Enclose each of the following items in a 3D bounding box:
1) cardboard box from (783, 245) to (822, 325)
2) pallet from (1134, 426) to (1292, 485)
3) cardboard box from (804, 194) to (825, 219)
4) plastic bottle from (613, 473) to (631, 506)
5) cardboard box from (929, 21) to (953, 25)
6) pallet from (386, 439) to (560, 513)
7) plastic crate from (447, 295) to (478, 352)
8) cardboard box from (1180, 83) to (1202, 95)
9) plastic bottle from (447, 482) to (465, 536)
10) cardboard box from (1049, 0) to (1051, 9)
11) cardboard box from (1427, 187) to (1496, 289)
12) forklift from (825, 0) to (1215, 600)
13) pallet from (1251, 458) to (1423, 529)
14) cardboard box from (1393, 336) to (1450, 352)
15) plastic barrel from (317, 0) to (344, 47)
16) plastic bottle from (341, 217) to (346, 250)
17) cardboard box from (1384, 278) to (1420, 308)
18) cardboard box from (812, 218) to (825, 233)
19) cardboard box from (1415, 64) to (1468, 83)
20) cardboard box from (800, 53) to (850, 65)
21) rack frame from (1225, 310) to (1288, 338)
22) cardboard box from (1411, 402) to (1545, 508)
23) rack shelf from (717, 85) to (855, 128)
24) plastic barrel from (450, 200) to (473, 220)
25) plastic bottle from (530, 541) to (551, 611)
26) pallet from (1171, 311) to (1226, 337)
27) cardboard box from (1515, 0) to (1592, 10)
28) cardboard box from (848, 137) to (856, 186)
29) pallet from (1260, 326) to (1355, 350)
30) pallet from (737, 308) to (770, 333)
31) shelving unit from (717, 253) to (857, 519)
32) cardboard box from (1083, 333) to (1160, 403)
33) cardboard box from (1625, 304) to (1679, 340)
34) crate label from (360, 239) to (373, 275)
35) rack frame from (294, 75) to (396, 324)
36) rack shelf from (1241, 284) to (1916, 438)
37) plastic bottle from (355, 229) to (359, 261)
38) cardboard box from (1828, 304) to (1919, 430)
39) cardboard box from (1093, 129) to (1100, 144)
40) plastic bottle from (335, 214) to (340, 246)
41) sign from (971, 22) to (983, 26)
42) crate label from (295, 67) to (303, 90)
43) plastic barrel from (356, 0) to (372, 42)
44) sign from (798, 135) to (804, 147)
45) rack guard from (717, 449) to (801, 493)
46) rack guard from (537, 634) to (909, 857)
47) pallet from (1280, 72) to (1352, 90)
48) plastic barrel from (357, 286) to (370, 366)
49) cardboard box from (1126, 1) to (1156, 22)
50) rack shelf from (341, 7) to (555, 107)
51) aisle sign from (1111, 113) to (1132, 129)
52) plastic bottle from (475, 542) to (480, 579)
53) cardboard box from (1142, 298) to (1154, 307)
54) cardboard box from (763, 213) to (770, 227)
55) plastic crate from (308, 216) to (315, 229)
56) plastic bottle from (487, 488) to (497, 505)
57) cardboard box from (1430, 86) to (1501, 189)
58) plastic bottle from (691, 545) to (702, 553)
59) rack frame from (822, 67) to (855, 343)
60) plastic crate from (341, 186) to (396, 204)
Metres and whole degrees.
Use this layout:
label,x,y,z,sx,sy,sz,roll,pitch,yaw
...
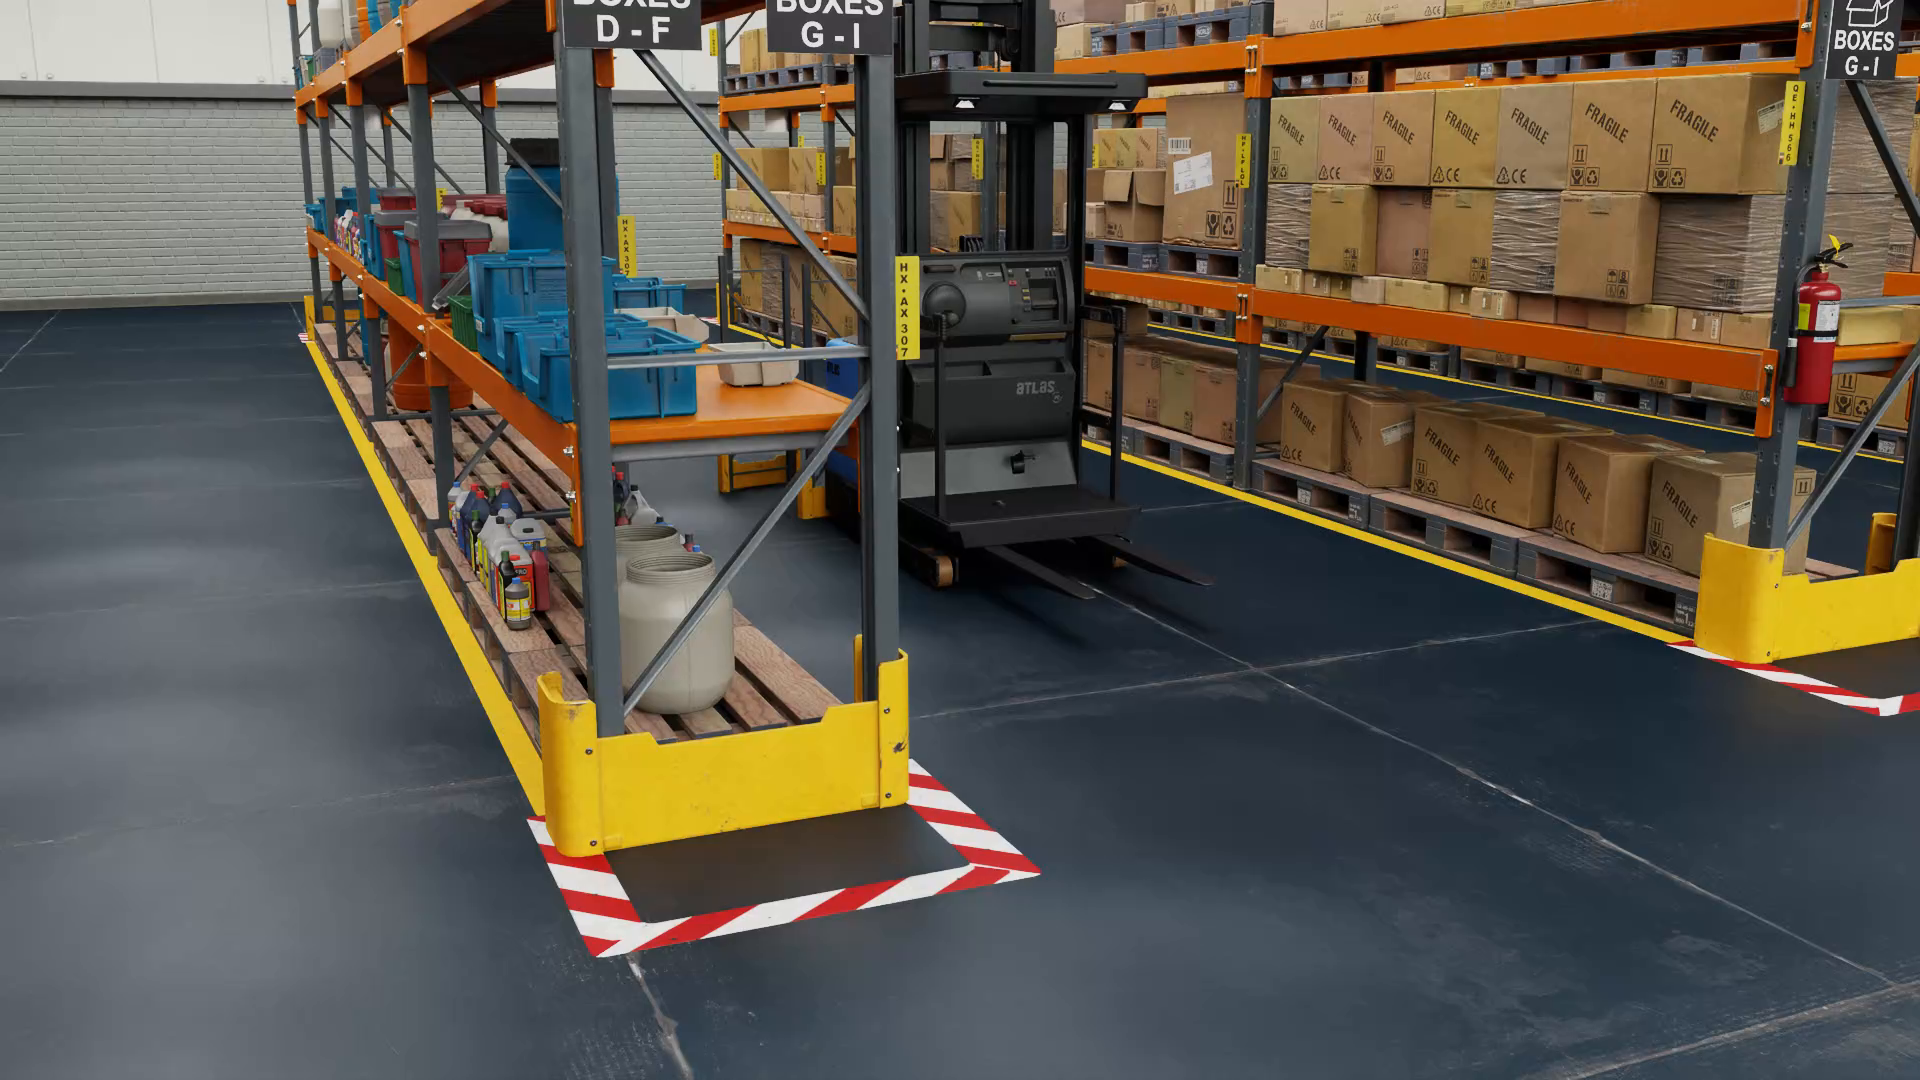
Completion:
label,x,y,z,sx,sy,sz,roll,pitch,yaw
cardboard box,-1.502,-2.979,19.370,0.875,0.875,0.875,-6,14,-23
pallet,1.941,-0.629,11.621,1.003,0.211,1.213,-6,14,-23
cardboard box,-1.368,-3.619,18.029,0.500,0.250,0.500,-6,14,-24
plastic bottle,-1.685,-0.157,8.295,0.144,0.351,0.185,-6,15,-26
cardboard box,-0.085,-4.658,15.039,0.500,0.500,0.500,-5,14,-20
pallet,-3.127,-0.432,10.770,1.003,0.211,1.213,-6,14,-23
plastic crate,-1.999,-0.971,7.381,0.450,0.188,0.662,-6,14,-23
cardboard box,3.001,-5.477,20.061,0.500,0.250,0.500,-6,14,-23
plastic bottle,-2.558,-0.160,8.482,0.097,0.271,0.097,0,13,0
cardboard box,0.804,-4.182,12.803,0.500,0.500,0.500,-6,14,-23
cardboard box,3.000,-1.615,8.812,0.875,0.500,0.500,-6,14,-23
forklift,0.249,-1.298,8.476,1.130,2.935,3.031,-6,14,-23
pallet,2.555,-0.333,10.341,1.003,0.211,1.213,-6,14,-23
cardboard box,4.733,-2.180,16.748,0.500,0.500,0.500,-6,14,-23
plastic barrel,-5.508,-4.633,14.852,0.433,0.535,0.433,0,13,0
plastic bottle,-5.377,-2.678,14.547,0.061,0.283,0.133,-6,14,-23
cardboard box,2.588,-1.377,9.225,0.380,0.149,0.250,-6,14,-23
cardboard box,-1.373,-3.391,17.926,0.380,0.149,0.250,-6,14,-23
cardboard box,4.775,-4.686,16.090,0.500,0.500,0.500,-6,14,-23
cardboard box,-1.319,-5.400,18.021,0.700,0.500,0.500,-7,15,-26
rack frame,3.634,-3.907,19.599,1.000,3.000,0.127,-6,14,-23
cardboard box,2.934,-0.489,9.442,0.500,0.500,0.500,-7,15,-28
rack shelf,-1.752,-5.004,19.282,1.077,0.370,4.000,-6,14,-23
plastic barrel,-3.279,-2.067,11.402,0.421,0.512,0.421,0,13,0
plastic bottle,-1.798,0.151,7.111,0.061,0.283,0.133,-6,14,-23
pallet,3.333,-2.684,20.499,1.003,0.211,1.213,-6,14,-23
cardboard box,3.030,-2.675,7.957,0.500,0.250,0.500,-5,14,-22
cardboard box,-0.687,-3.886,17.062,0.797,0.503,0.637,-6,14,-24
pallet,3.948,-2.388,19.219,1.003,0.211,1.213,-6,14,-23
pallet,-2.161,-2.790,20.955,1.003,0.211,1.213,-6,14,-23
shelving unit,-1.011,-0.990,10.319,0.587,1.500,1.083,-9,16,-35
cardboard box,1.172,-1.400,13.335,0.700,0.500,0.500,-7,15,-28
cardboard box,3.306,-1.017,7.670,0.380,0.149,0.250,-6,14,-23
crate label,-4.061,-2.004,11.747,0.303,0.233,0.416,-6,14,-23
rack frame,-7.091,-3.859,19.391,1.000,3.000,0.127,-6,14,-23
rack shelf,3.055,-1.064,8.908,1.077,0.370,4.000,-6,14,-23
plastic bottle,-4.718,-2.342,13.123,0.097,0.271,0.097,0,13,0
cardboard box,7.027,-1.288,12.061,0.875,0.875,0.875,-5,14,-22
cardboard box,1.969,-5.298,22.508,0.500,0.500,0.500,-6,14,-23
plastic bottle,-5.680,-2.834,15.221,0.061,0.283,0.133,-6,14,-23
sign,0.140,-4.357,13.568,0.100,0.325,0.005,-6,14,-23
crate label,-7.018,-5.028,18.120,0.408,0.251,0.502,-6,14,-23
plastic barrel,-3.495,-3.552,10.462,0.600,0.830,0.708,-6,14,-23
sign,-2.050,-5.032,21.366,0.100,0.325,0.005,-6,14,-23
rack guard,-1.305,-0.471,10.852,0.587,0.250,0.087,-9,16,-35
rack guard,-0.756,0.653,5.440,1.175,0.500,0.348,-6,14,-23
pallet,4.202,-4.926,17.765,1.213,0.211,1.003,-6,14,-23
plastic barrel,-5.287,-2.101,15.518,0.600,0.901,0.708,-6,14,-23
cardboard box,1.411,-3.758,11.888,0.380,0.166,0.250,-6,14,-25
rack shelf,-3.086,-2.904,10.208,1.077,0.370,4.000,-6,14,-23
aisle sign,2.278,-6.042,23.059,0.394,0.787,0.004,-6,14,-23
plastic bottle,-2.174,0.073,7.632,0.097,0.201,0.097,0,13,0
cardboard box,2.581,-3.094,21.476,0.380,0.149,0.250,-6,14,-23
cardboard box,-2.096,-3.763,19.534,0.380,0.149,0.250,-6,14,-24
plastic crate,-6.970,-3.465,18.141,0.250,0.136,0.298,-6,14,-23
plastic bottle,-2.306,-0.111,8.245,0.061,0.283,0.133,-6,14,-23
cardboard box,2.813,-2.083,8.620,0.500,0.500,0.500,-6,14,-23
plastic bottle,-1.123,0.159,7.107,0.097,0.271,0.097,0,13,0
rack frame,-0.951,-3.480,17.754,1.000,3.000,0.127,-6,14,-23
plastic crate,-6.786,-3.853,19.155,0.616,0.435,0.499,-6,14,-23
